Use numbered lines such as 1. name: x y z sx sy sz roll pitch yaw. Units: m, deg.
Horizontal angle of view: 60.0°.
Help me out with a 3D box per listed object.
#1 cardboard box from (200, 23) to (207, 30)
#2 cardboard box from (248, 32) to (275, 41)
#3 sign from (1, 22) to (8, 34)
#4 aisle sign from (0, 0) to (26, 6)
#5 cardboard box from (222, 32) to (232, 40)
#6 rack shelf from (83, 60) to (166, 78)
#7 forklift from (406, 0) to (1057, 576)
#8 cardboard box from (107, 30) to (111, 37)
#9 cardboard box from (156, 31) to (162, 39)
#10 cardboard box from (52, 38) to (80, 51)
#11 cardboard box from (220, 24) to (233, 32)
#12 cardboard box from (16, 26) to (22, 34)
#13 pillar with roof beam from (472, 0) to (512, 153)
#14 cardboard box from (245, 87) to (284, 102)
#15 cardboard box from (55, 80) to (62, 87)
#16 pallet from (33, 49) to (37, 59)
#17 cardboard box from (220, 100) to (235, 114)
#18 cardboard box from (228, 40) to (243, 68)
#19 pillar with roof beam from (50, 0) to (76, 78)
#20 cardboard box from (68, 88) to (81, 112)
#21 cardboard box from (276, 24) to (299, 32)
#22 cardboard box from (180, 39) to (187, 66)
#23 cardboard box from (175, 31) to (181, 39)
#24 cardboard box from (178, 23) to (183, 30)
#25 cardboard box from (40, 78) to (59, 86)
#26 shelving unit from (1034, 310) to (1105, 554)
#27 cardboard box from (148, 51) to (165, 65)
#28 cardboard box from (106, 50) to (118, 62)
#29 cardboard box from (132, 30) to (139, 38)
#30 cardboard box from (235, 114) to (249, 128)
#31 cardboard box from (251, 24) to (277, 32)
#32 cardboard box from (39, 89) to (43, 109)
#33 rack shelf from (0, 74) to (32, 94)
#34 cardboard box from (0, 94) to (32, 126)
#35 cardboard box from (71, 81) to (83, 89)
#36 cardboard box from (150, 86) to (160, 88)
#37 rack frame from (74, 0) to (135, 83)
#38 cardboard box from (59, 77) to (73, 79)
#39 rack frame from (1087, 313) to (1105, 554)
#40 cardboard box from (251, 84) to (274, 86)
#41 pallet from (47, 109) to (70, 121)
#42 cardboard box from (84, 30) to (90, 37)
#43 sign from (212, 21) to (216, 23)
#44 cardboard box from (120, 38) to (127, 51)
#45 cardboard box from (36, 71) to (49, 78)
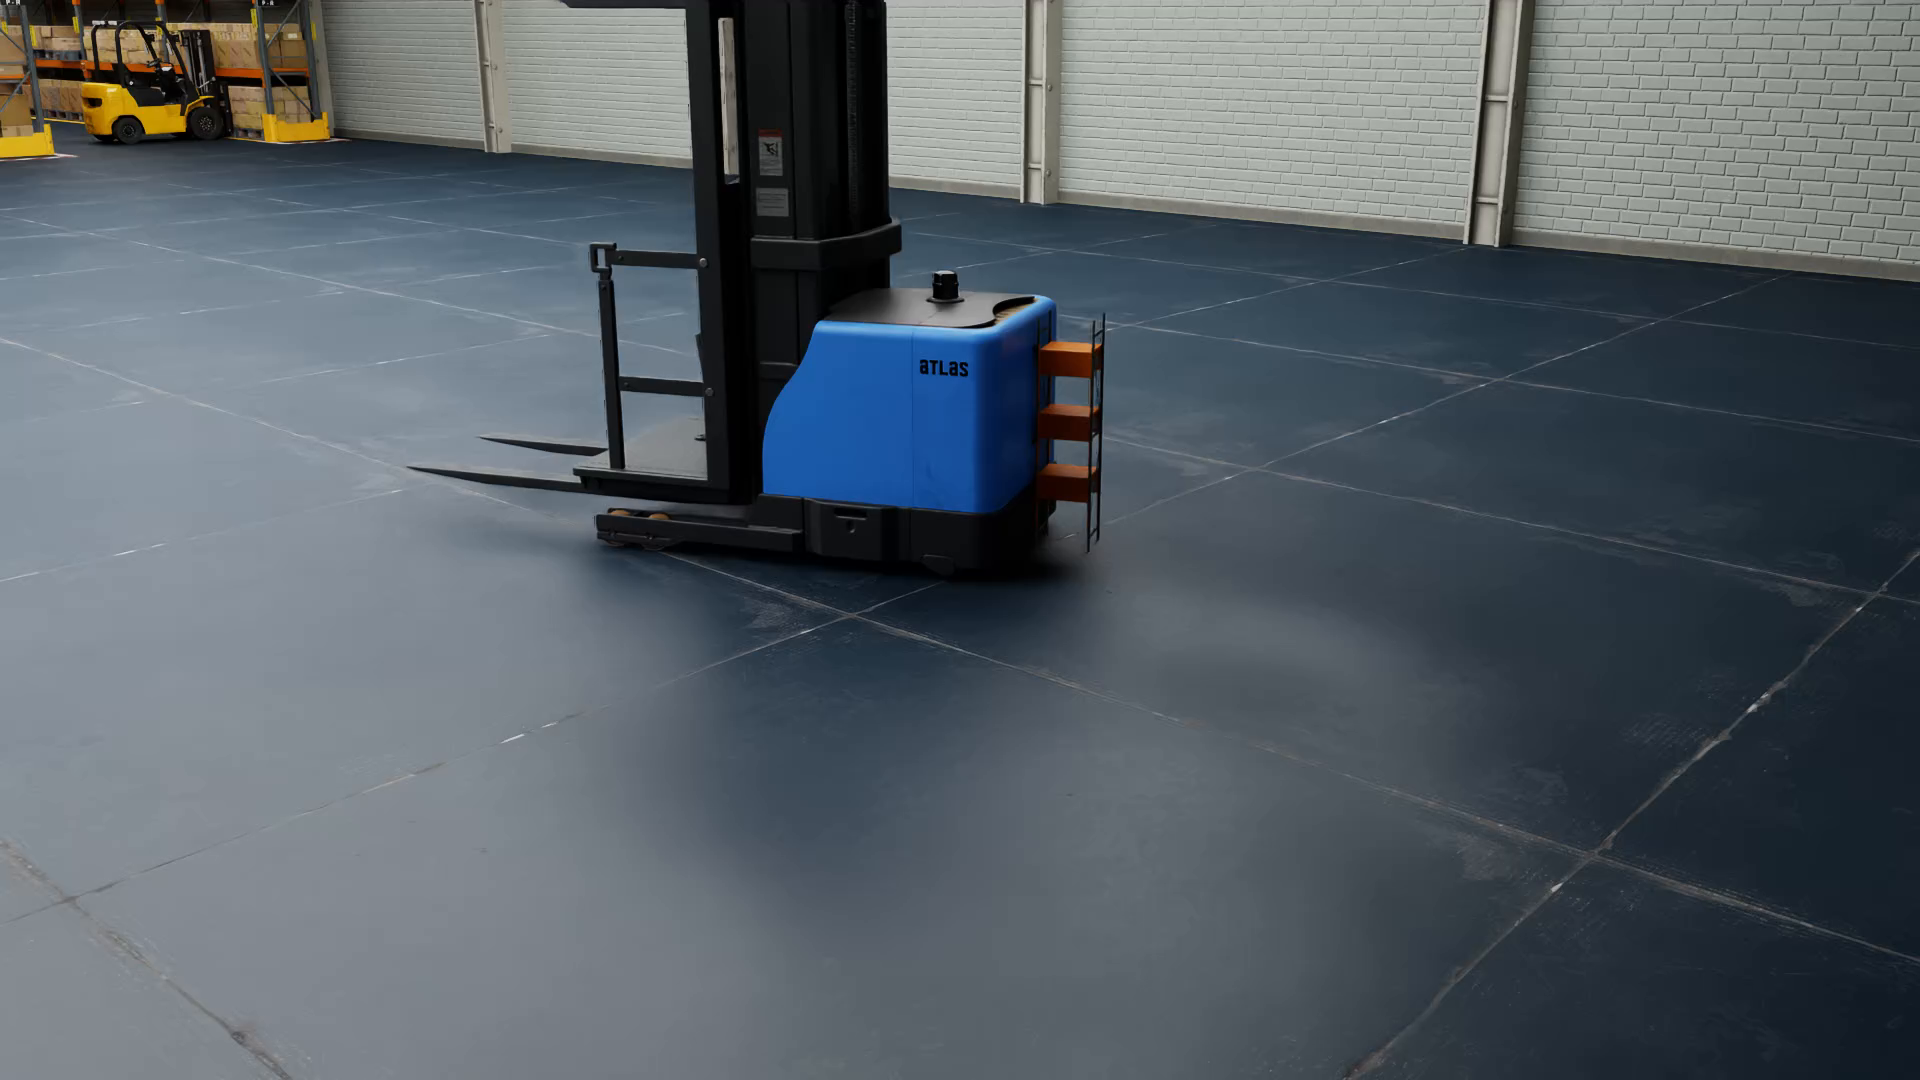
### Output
1. cardboard box: -14.464 -9.924 32.192 0.250 0.149 0.380 15 23 39
2. cardboard box: -12.976 -9.357 30.898 0.250 0.149 0.380 15 23 40
3. sign: -21.860 -11.691 38.061 0.005 0.325 0.100 15 23 39
4. aisle sign: -15.570 -9.167 27.239 0.004 0.787 0.394 15 23 39
5. cardboard box: -13.749 -9.563 31.547 0.250 0.149 0.380 14 22 38
6. rack shelf: -17.018 -9.855 34.896 4.000 0.370 1.077 15 23 39
7. forklift: -1.123 -1.491 7.464 3.031 2.935 1.130 6 18 17
8. cardboard box: -17.650 -10.634 34.922 0.250 0.149 0.380 15 23 40
9. cardboard box: -15.925 -10.172 33.467 0.250 0.149 0.380 16 24 41
10. cardboard box: -19.518 -10.867 36.449 0.500 0.250 0.500 14 22 37
11. cardboard box: -13.762 -9.699 31.486 0.250 0.149 0.380 16 23 41
12. cardboard box: -20.905 -11.399 37.712 0.500 0.500 0.700 15 23 40
13. pillar with roof beam: -10.823 -10.018 24.302 0.400 9.000 9.100 15 23 39
14. cardboard box: -13.082 -8.382 31.262 0.500 0.250 0.500 16 24 41
15. cardboard box: -20.024 -10.232 37.260 0.250 0.149 0.380 14 22 37
16. pallet: -20.980 -11.126 38.029 1.213 0.211 1.003 15 23 39
17. cardboard box: -13.870 -8.351 31.990 0.500 0.250 0.500 14 23 38
18. cardboard box: -13.455 -9.187 31.436 0.500 0.500 0.500 16 24 41
19. pillar with roof beam: -24.286 -13.632 35.690 0.400 9.000 9.100 15 23 39
20. cardboard box: -19.340 -9.748 36.806 0.500 0.500 0.500 15 23 38
21. cardboard box: -12.640 -9.608 31.198 0.250 0.149 0.380 14 23 38
22. cardboard box: -14.963 -9.595 32.723 0.500 0.500 0.500 16 23 40
23. cardboard box: -15.264 -9.978 32.857 0.250 0.149 0.380 16 23 41
24. cardboard box: -15.213 -10.136 32.862 0.250 0.149 0.380 15 23 40
25. cardboard box: -20.742 -10.450 37.945 0.250 0.149 0.380 15 23 38
26. shelving unit: 0.485 -0.477 7.379 0.252 1.050 0.215 6 18 17
27. cardboard box: -16.073 -9.767 33.677 0.500 0.250 0.500 16 23 40
28. cardboard box: -17.581 -10.180 34.978 0.500 0.250 0.500 14 22 38
29. cardboard box: -16.717 -10.370 34.092 0.250 0.149 0.380 14 23 38
30. cardboard box: -13.457 -8.008 31.737 0.500 0.250 0.500 15 23 39
31. cardboard box: -12.938 -9.516 30.910 0.250 0.149 0.380 15 23 39
32. cardboard box: -20.888 -10.159 38.102 0.500 0.500 0.500 15 23 39
33. rack shelf: -17.318 -7.929 28.825 4.000 0.370 1.077 15 23 39
34. cardboard box: -16.260 -7.346 28.412 0.500 0.500 0.500 14 22 37
35. cardboard box: -19.276 -10.007 36.552 0.250 0.149 0.380 14 22 36
36. cardboard box: -16.495 -9.125 34.637 0.625 0.625 0.875 15 23 39
37. rack frame: -18.514 -10.600 36.053 0.127 3.000 1.000 15 23 39
38. cardboard box: -20.651 -10.614 38.462 0.250 0.149 0.380 15 23 40
39. rack frame: 0.601 -0.465 7.343 0.008 1.050 0.200 6 18 17
40. cardboard box: -13.507 -8.701 32.269 0.500 0.250 0.500 15 23 39
41. pallet: -19.955 -9.674 37.746 1.213 0.211 1.003 15 23 39
42. cardboard box: -18.471 -10.826 35.528 0.250 0.149 0.380 16 24 41
43. sign: -15.155 -10.373 33.776 0.005 0.325 0.100 15 23 39
44. cardboard box: -17.192 -10.316 34.578 0.500 0.250 0.500 15 23 40
45. cardboard box: -21.188 -10.689 38.208 0.250 0.149 0.380 14 22 37
